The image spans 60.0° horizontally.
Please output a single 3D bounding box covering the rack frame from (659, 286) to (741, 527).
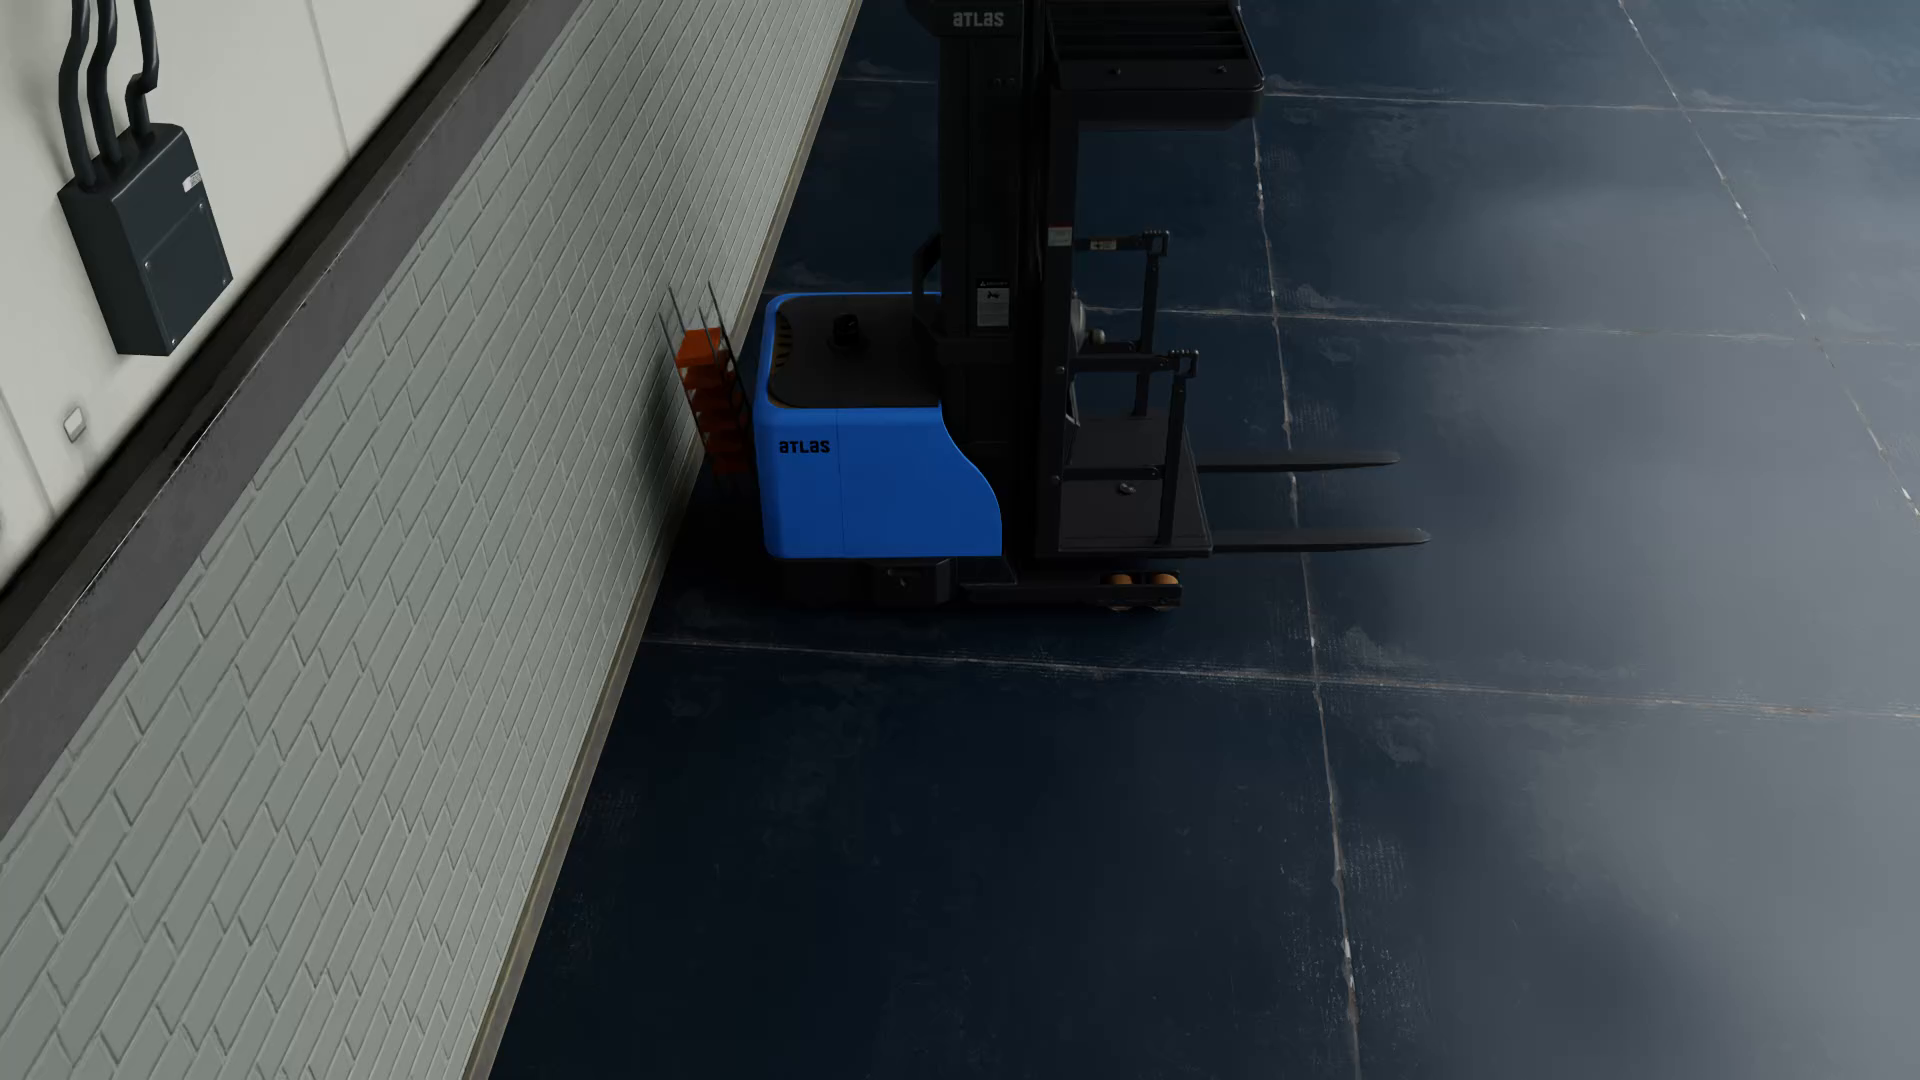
[{"bbox_3d":[-1.198,-0.601,7.723,0.006,1.200,0.240,-6,38,10],"label":"rack frame"}]

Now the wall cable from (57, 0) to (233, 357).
[{"bbox_3d":[-1.506,-3.418,2.297,0.169,6.003,2.305,3,39,4],"label":"wall cable"}]

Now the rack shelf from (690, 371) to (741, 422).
[{"bbox_3d":[-1.122,-0.668,7.661,0.180,0.103,0.258,-6,38,10],"label":"rack shelf"}]

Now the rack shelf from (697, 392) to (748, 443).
[{"bbox_3d":[-1.100,-0.576,7.735,0.180,0.103,0.258,-6,38,10],"label":"rack shelf"}]

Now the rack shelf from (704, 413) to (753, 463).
[{"bbox_3d":[-1.078,-0.483,7.808,0.180,0.103,0.258,-6,38,10],"label":"rack shelf"}]

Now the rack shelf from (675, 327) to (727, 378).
[{"bbox_3d":[-1.165,-0.853,7.514,0.180,0.103,0.258,-6,38,10],"label":"rack shelf"}]

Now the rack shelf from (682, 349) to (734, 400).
[{"bbox_3d":[-1.143,-0.761,7.588,0.180,0.103,0.258,-6,38,10],"label":"rack shelf"}]

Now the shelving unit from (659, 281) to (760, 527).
[{"bbox_3d":[-1.108,-0.610,7.707,0.189,1.200,0.258,-6,38,10],"label":"shelving unit"}]

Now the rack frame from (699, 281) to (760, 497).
[{"bbox_3d":[-1.018,-0.619,7.692,0.006,1.200,0.240,-6,38,10],"label":"rack frame"}]

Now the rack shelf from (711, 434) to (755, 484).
[{"bbox_3d":[-1.056,-0.391,7.881,0.180,0.103,0.258,-6,38,10],"label":"rack shelf"}]

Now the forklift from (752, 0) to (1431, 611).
[{"bbox_3d":[0.624,-1.153,7.016,3.031,2.935,1.130,-1,39,-1],"label":"forklift"}]
